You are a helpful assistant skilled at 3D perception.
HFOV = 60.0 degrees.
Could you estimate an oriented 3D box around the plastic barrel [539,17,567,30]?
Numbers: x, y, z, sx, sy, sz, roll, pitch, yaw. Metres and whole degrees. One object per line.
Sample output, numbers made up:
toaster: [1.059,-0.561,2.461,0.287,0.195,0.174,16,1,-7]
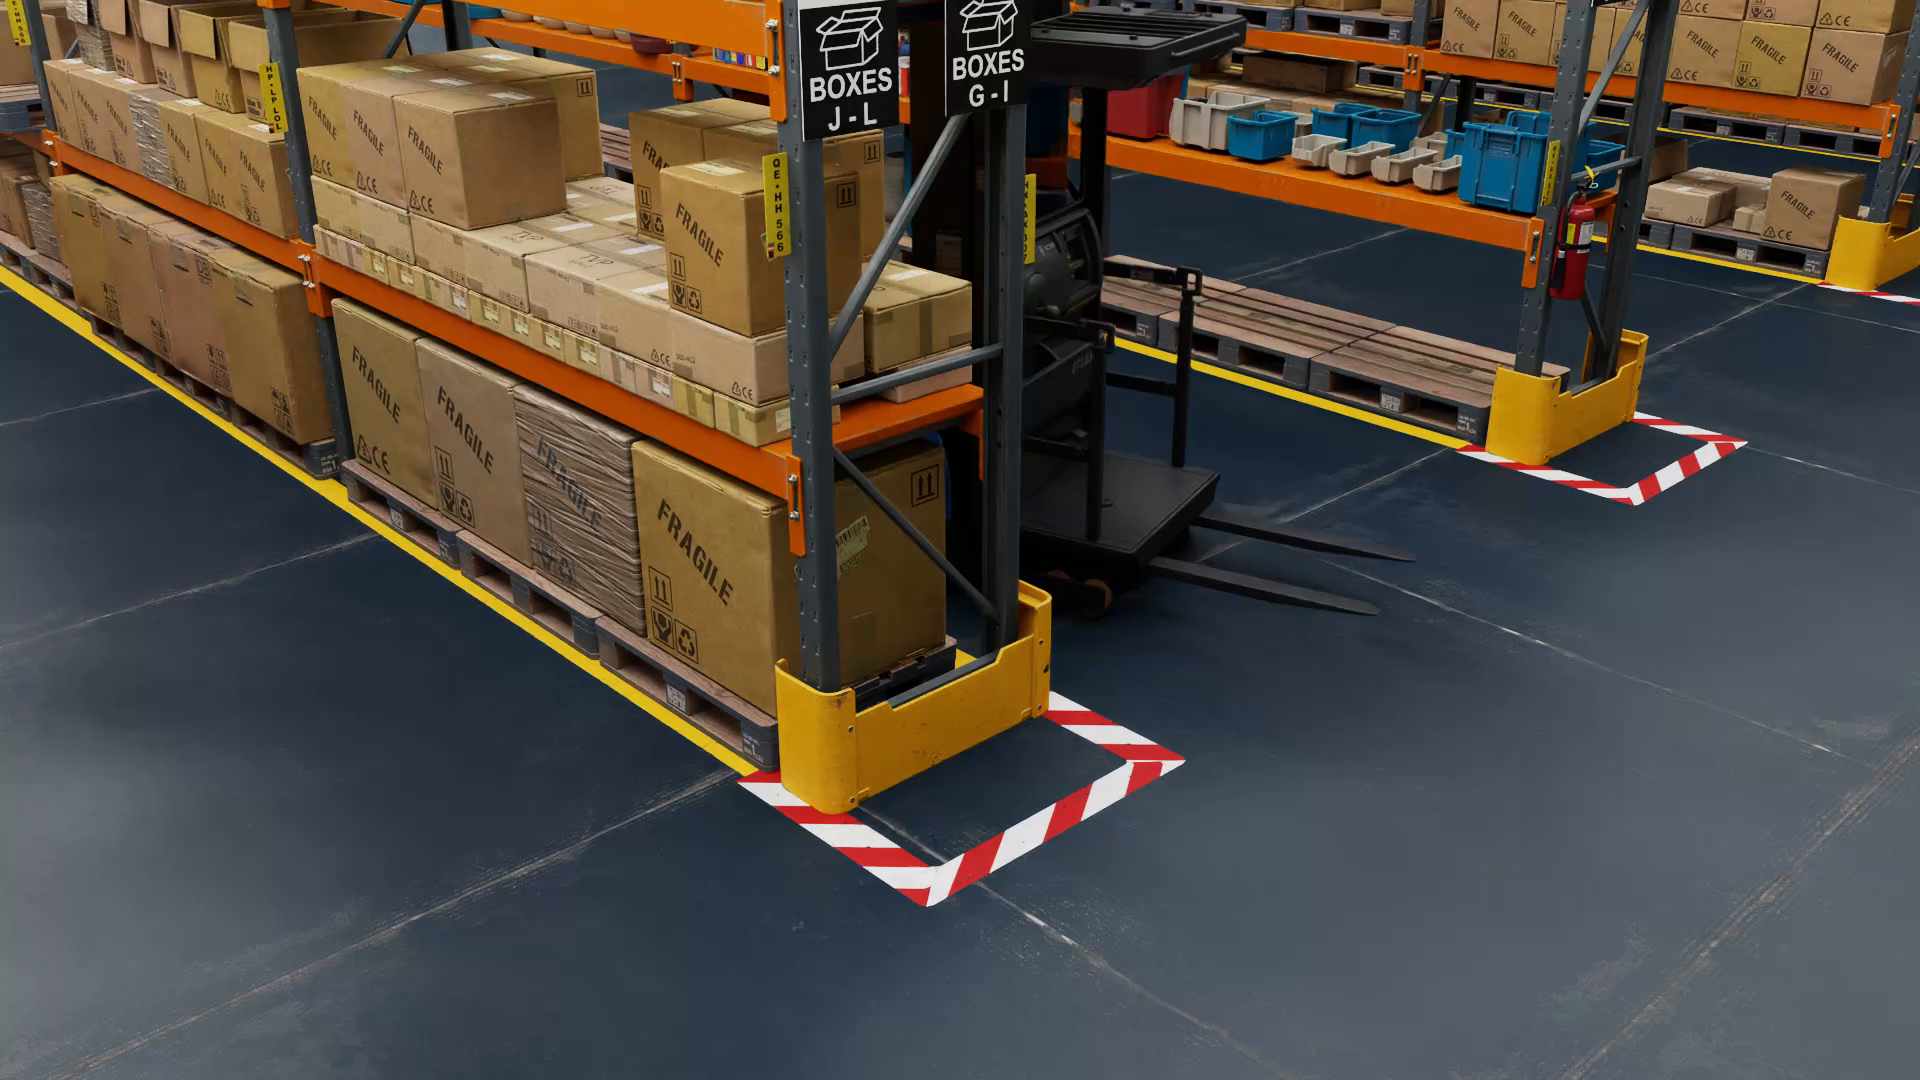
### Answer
plastic barrel: [-3.763,-5.105,15.662,0.433,0.535,0.433,0,25,0]

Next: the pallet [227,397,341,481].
pallet: [-3.488,-0.732,9.601,1.003,0.211,1.213,-21,32,-38]

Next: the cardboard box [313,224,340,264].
cardboard box: [-2.947,-1.490,8.206,0.380,0.149,0.250,-21,32,-38]

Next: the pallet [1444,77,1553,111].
pallet: [6.521,-5.318,19.652,1.003,0.211,1.213,-21,32,-38]

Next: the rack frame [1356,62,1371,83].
rack frame: [5.207,-7.216,20.454,1.000,3.000,0.127,-21,32,-38]

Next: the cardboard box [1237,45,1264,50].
cardboard box: [4.049,-6.814,22.054,0.700,0.500,0.500,-21,32,-39]

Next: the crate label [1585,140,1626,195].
crate label: [3.515,-2.101,9.371,0.416,0.233,0.303,-21,32,-38]

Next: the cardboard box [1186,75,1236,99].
cardboard box: [2.397,-4.343,16.638,0.500,0.500,0.500,-22,32,-39]

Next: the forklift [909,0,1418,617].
forklift: [0.598,-1.241,7.438,3.031,2.935,1.130,13,28,26]

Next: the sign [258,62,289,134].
sign: [-3.295,-2.122,7.989,0.100,0.325,0.005,-21,32,-38]

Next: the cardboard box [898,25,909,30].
cardboard box: [-0.654,-6.175,20.304,0.500,0.311,0.500,-21,32,-38]

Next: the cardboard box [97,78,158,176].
cardboard box: [-4.800,-2.512,10.021,0.500,0.500,0.500,-22,32,-39]

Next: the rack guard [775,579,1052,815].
rack guard: [-0.156,0.568,6.403,1.175,0.500,0.348,-21,32,-38]

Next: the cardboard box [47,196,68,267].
cardboard box: [-6.113,-2.261,12.073,0.500,0.500,0.700,22,32,39]

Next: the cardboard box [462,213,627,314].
cardboard box: [-1.750,-1.180,7.045,0.500,0.250,0.500,-21,32,-38]

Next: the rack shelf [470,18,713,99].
rack shelf: [-3.392,-4.684,15.771,1.077,0.370,4.000,-21,32,-38]

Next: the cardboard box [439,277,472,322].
cardboard box: [-2.060,-1.098,7.345,0.380,0.149,0.250,-21,32,-38]

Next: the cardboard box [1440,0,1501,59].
cardboard box: [4.477,-4.412,14.186,0.500,0.500,0.500,-20,31,-37]

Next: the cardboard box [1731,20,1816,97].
cardboard box: [6.200,-3.646,12.508,0.500,0.500,0.500,-21,32,-38]

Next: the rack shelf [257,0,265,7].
rack shelf: [-4.273,-3.432,9.412,1.077,0.370,4.000,-21,32,-38]

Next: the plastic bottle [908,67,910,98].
plastic bottle: [-0.284,-3.413,12.177,0.144,0.351,0.185,-21,32,-38]

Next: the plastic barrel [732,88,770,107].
plastic barrel: [-1.678,-3.466,14.342,0.600,0.830,0.708,-21,32,-38]

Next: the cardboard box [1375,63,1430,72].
cardboard box: [5.614,-6.169,20.243,0.750,0.750,0.750,-22,32,-39]

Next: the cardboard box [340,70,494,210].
cardboard box: [-2.434,-1.828,7.562,0.500,0.500,0.500,-21,32,-38]

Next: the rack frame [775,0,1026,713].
rack frame: [-0.172,-0.577,5.900,1.000,3.000,0.127,-21,32,-38]

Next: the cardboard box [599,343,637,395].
cardboard box: [-1.176,-0.708,6.490,0.380,0.149,0.250,-21,32,-38]

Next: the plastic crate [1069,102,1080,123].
plastic crate: [0.923,-2.919,11.281,0.396,0.136,0.243,-21,32,-38]

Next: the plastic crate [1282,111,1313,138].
plastic crate: [2.119,-2.659,10.709,0.293,0.136,0.466,-21,32,-38]

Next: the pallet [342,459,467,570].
pallet: [-2.443,-0.267,8.582,1.003,0.211,1.213,-21,32,-38]

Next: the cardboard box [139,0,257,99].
cardboard box: [-4.246,-2.877,9.613,0.797,0.503,0.637,-20,31,-37]

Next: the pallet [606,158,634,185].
pallet: [-2.526,-3.383,15.410,1.003,0.211,1.213,-21,32,-38]

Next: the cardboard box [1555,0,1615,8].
cardboard box: [5.148,-4.563,13.314,0.500,0.500,0.500,-22,33,-40]

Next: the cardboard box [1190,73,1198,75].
cardboard box: [2.404,-4.656,17.323,0.500,0.500,0.500,-20,31,-37]

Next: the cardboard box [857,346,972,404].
cardboard box: [-0.174,-0.664,6.393,0.380,0.149,0.250,-21,32,-38]

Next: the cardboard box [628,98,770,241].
cardboard box: [-1.003,-1.514,6.873,0.500,0.500,0.500,-22,33,-40]

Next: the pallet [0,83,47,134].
pallet: [-6.205,-3.099,11.660,1.213,0.211,1.003,-21,32,-38]

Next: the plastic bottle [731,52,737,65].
plastic bottle: [-1.839,-4.020,13.687,0.097,0.201,0.097,0,25,0]

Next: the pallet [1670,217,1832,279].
pallet: [6.464,-2.381,13.216,1.003,0.211,1.213,-21,32,-38]

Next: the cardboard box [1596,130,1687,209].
cardboard box: [5.616,-3.094,13.897,0.797,0.503,0.637,-21,32,-38]

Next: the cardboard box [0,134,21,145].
cardboard box: [-7.970,-3.083,13.876,0.500,0.500,0.700,21,32,38]

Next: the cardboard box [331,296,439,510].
cardboard box: [-2.513,-0.790,8.422,0.875,0.875,0.875,-21,32,-38]

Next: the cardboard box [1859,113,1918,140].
cardboard box: [9.437,-4.334,16.641,0.500,0.500,0.700,23,33,40]

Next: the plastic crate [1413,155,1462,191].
plastic crate: [2.754,-2.085,9.451,0.396,0.136,0.243,-21,32,-38]

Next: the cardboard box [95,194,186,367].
cardboard box: [-4.580,-1.738,10.499,1.225,0.875,0.875,-21,32,-38]

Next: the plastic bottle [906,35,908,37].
plastic bottle: [-0.438,-3.908,13.344,0.061,0.283,0.133,-21,32,-38]

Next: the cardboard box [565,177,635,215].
cardboard box: [-1.708,-1.486,7.715,0.500,0.250,0.500,-20,32,-37]

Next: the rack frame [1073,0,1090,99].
rack frame: [1.594,-5.810,17.371,1.000,3.000,0.127,-21,32,-38]

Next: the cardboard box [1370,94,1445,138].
cardboard box: [4.175,-3.876,15.615,0.500,0.500,0.500,22,33,39]
